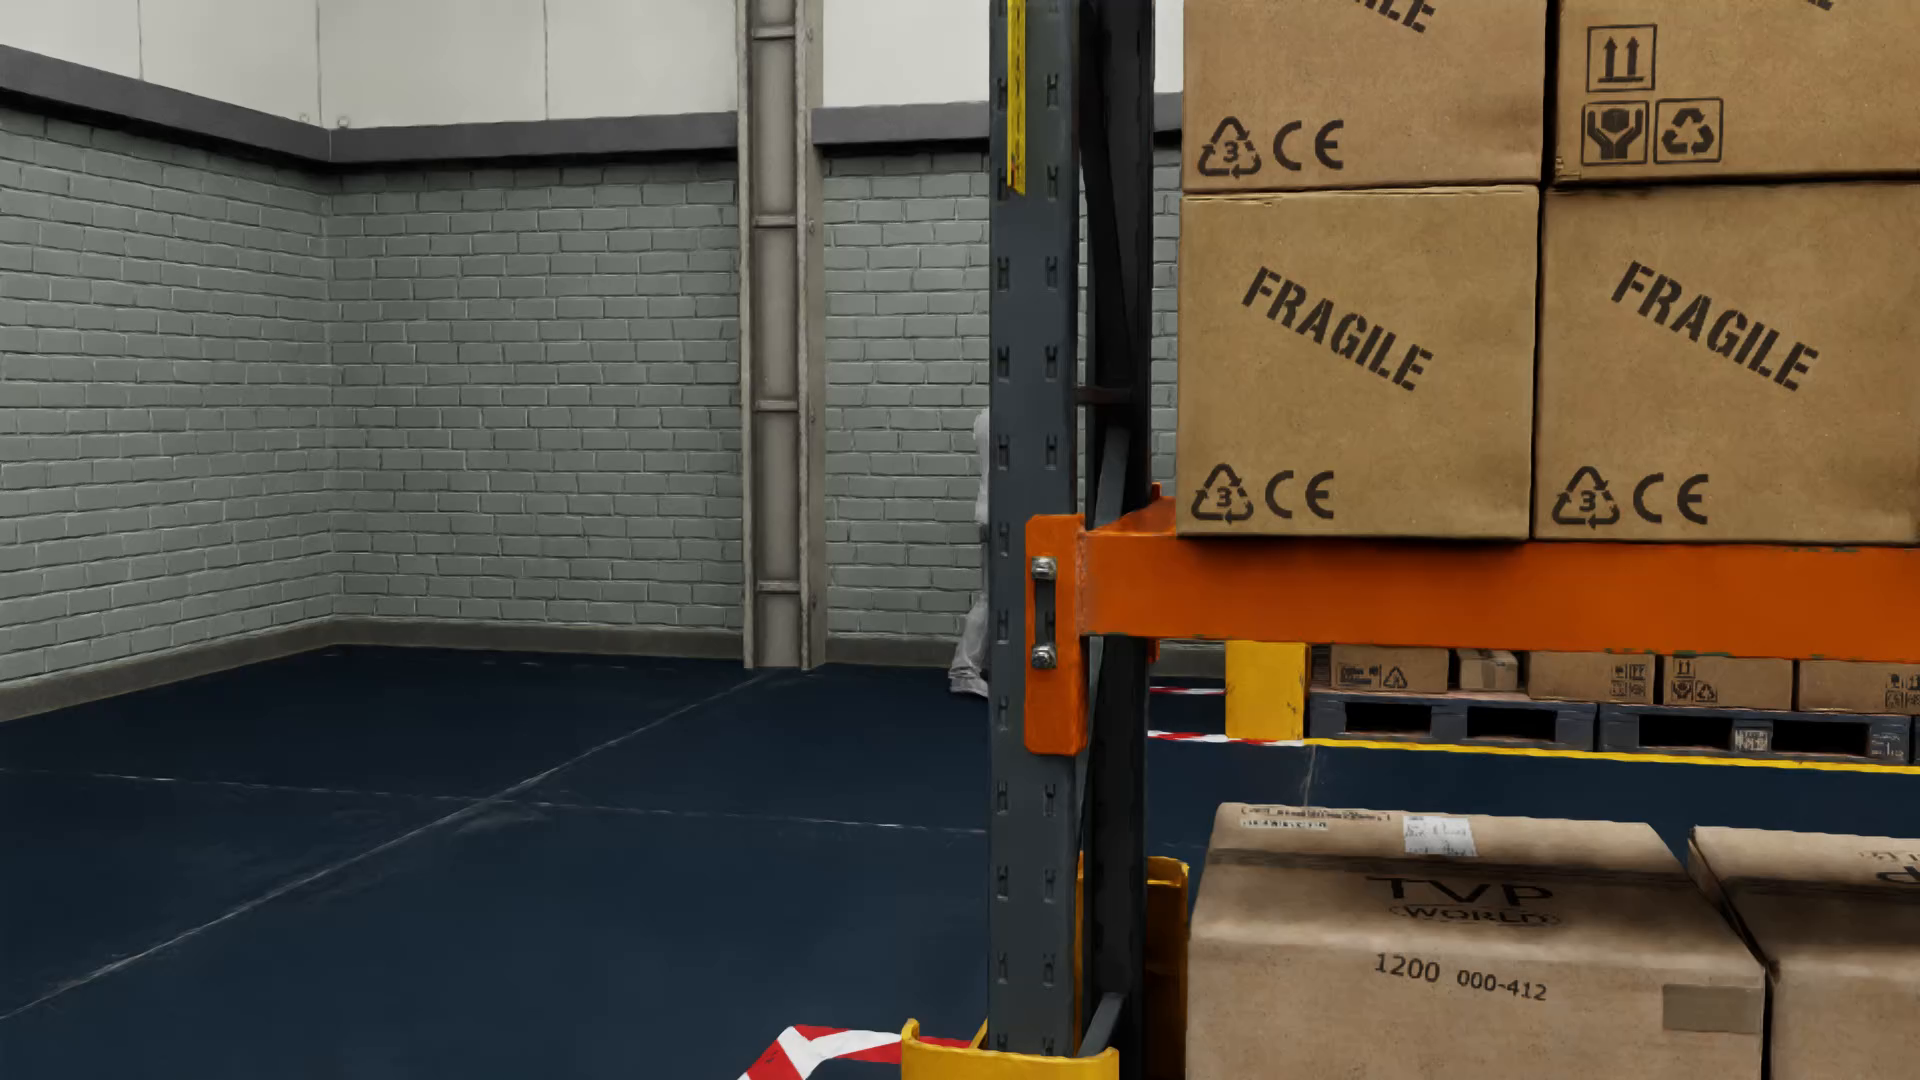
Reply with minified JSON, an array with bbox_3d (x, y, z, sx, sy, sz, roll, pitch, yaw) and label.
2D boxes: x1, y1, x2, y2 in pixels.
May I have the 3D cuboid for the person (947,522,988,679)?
[{"bbox_3d":[0.274,-0.101,8.410,0.692,1.637,0.603,-2,5,-19],"label":"person"}]
